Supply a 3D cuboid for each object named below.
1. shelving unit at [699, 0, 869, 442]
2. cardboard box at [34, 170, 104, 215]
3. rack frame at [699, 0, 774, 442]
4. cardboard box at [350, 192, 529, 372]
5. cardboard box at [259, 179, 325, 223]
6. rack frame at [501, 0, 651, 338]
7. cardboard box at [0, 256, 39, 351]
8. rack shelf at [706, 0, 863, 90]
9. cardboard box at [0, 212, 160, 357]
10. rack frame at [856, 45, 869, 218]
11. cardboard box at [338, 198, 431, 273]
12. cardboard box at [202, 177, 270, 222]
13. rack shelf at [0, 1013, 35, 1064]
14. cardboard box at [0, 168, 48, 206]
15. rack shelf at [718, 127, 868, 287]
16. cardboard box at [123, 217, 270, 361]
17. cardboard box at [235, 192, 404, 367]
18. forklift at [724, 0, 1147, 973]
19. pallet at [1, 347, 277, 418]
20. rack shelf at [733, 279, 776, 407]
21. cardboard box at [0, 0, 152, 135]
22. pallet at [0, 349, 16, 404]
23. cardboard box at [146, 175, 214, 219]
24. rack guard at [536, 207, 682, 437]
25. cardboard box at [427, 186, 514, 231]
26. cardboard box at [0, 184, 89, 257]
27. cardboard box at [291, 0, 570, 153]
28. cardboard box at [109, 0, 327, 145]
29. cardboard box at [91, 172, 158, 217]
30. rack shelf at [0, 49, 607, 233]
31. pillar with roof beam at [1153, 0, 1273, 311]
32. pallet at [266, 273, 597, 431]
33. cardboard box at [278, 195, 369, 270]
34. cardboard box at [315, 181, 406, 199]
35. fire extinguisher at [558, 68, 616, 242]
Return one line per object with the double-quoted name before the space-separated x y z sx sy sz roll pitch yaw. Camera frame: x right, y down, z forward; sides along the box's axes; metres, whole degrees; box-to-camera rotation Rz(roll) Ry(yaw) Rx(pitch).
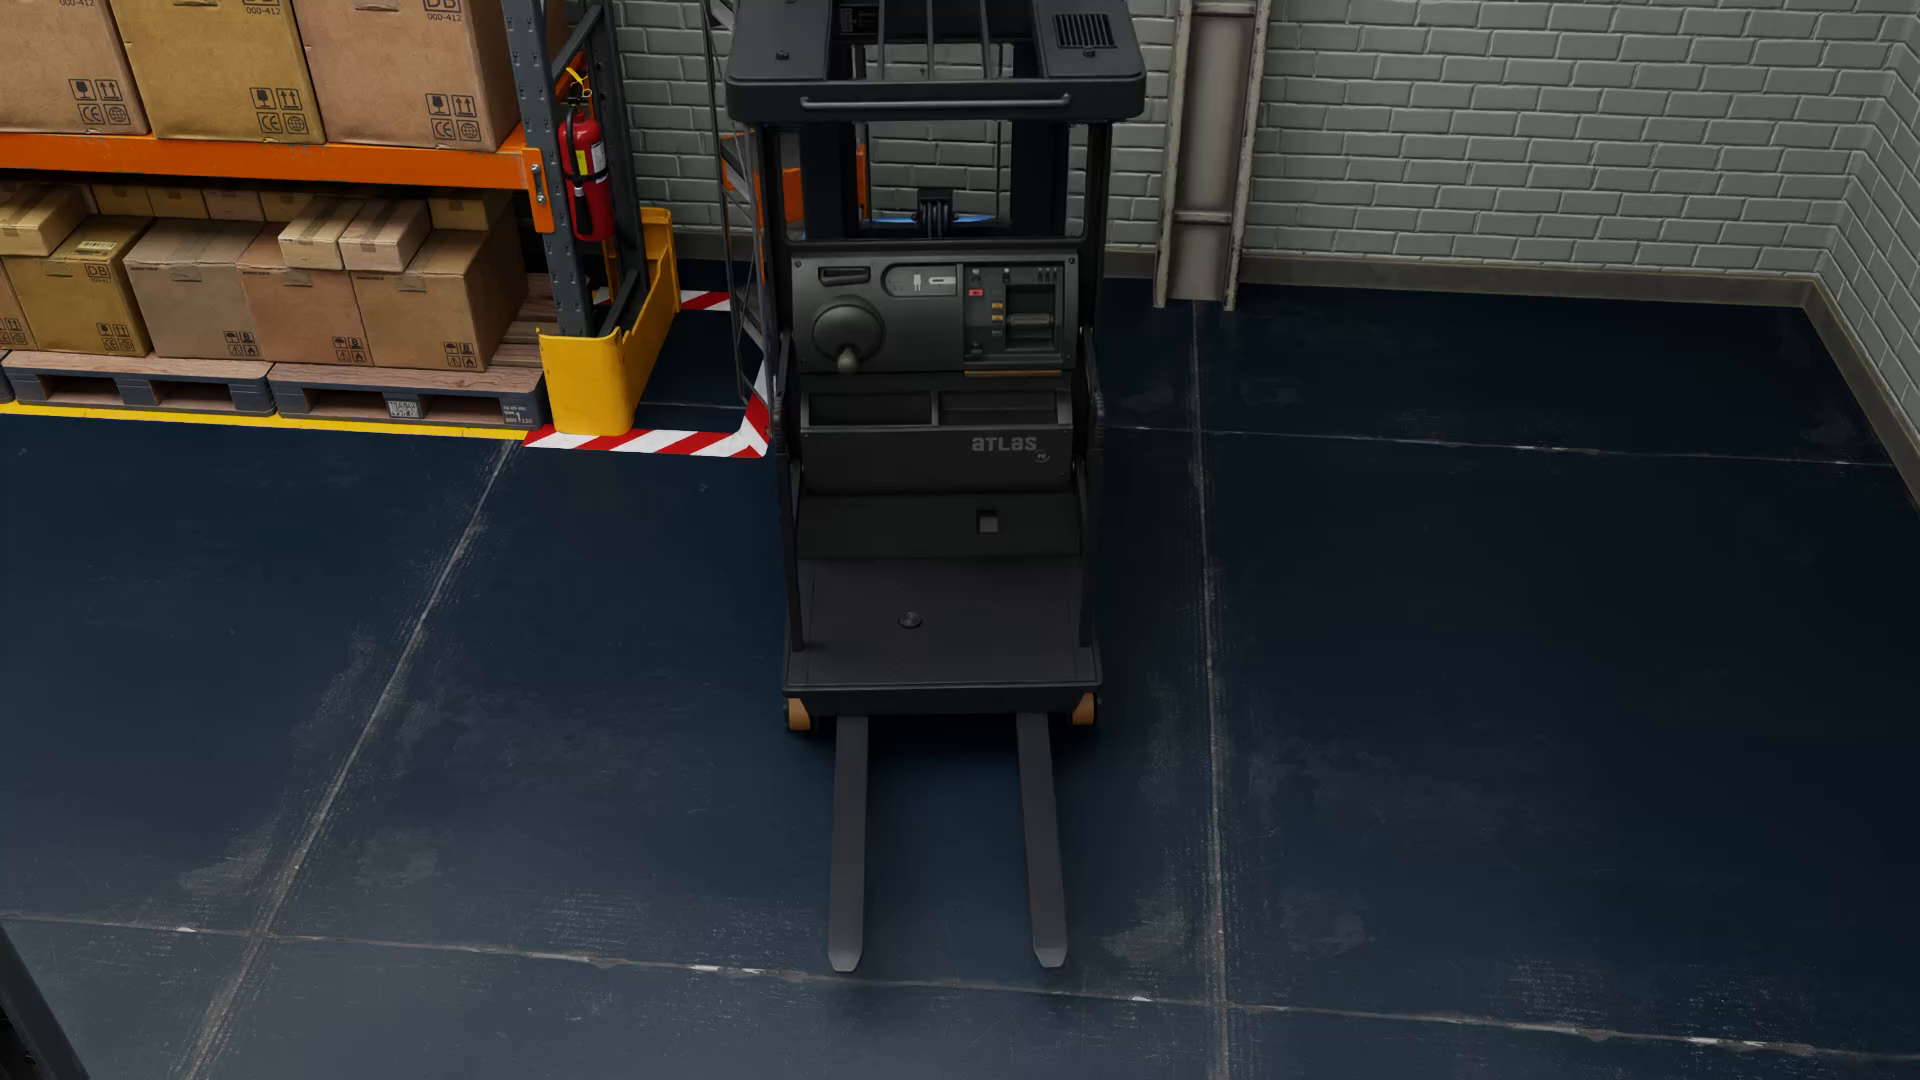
"shelving unit" -0.687 -1.428 6.842 0.503 2.100 0.431 -19 43 -22
"cardboard box" -3.942 -1.628 7.508 0.250 0.149 0.380 4 39 4
"rack frame" -0.902 -1.356 6.752 0.015 2.100 0.400 -19 43 -22
"cardboard box" -2.311 -1.162 7.449 0.500 0.500 0.700 3 39 4
"cardboard box" -2.924 -1.574 7.441 0.250 0.149 0.380 3 39 4
"rack frame" -1.605 -1.993 6.823 0.127 3.000 1.000 3 39 4
"cardboard box" -4.354 -1.270 7.582 0.500 0.500 0.700 3 39 3
"rack shelf" -0.687 -1.961 6.408 0.480 0.518 0.431 -19 43 -22
"cardboard box" -3.843 -1.241 7.546 0.500 0.500 0.700 4 39 5
"rack frame" -0.472 -1.501 6.931 0.015 2.100 0.400 -19 43 -22
"cardboard box" -2.455 -1.306 7.112 0.250 0.149 0.380 3 39 3
"cardboard box" -3.177 -1.587 7.457 0.250 0.149 0.380 4 39 4
"rack shelf" -4.022 1.292 3.356 4.000 0.370 1.077 3 39 4
"cardboard box" -4.194 -1.642 7.525 0.250 0.149 0.380 2 39 2
"rack shelf" -0.687 -1.418 6.850 0.480 0.518 0.431 -19 43 -22
"cardboard box" -3.311 -1.216 7.515 0.500 0.500 0.700 2 39 2
"cardboard box" -2.810 -1.189 7.482 0.500 0.500 0.700 3 39 4
"forklift" -0.072 -0.664 5.245 1.130 2.935 3.031 -1 39 -1
"pallet" -3.621 -0.974 7.780 1.213 0.211 1.003 3 39 4
"rack shelf" -0.687 -0.875 7.292 0.480 0.518 0.431 -19 43 -22
"cardboard box" -3.599 -2.211 6.853 0.700 0.700 0.980 1 39 2
"pallet" -4.840 -1.039 7.859 1.213 0.211 1.003 3 39 4
"cardboard box" -3.433 -1.600 7.474 0.250 0.149 0.380 4 39 4
"rack guard" -1.582 -1.023 7.610 0.348 0.500 1.175 3 39 4
"cardboard box" -2.170 -1.533 7.390 0.250 0.149 0.380 3 39 4
"cardboard box" -4.009 -1.389 7.214 0.250 0.149 0.380 2 39 3
"cardboard box" -2.114 -2.131 6.755 0.700 0.700 0.980 5 39 6
"cardboard box" -2.840 -2.164 6.795 0.700 0.700 0.980 3 39 3
"cardboard box" -3.685 -1.615 7.491 0.250 0.149 0.380 2 39 3
"rack shelf" -3.598 -1.823 7.184 4.000 0.370 1.077 3 39 4
"pillar with roof beam" 0.788 -2.009 2.090 0.400 9.000 9.100 3 39 4
"pallet" -2.409 -0.906 7.696 1.213 0.211 1.003 3 39 4
"cardboard box" -2.710 -1.319 7.128 0.250 0.149 0.380 4 39 5
"cardboard box" -2.674 -1.560 7.424 0.250 0.149 0.380 3 39 4
"fire extinguisher" -1.495 -1.520 6.598 0.183 0.674 0.296 3 39 4
